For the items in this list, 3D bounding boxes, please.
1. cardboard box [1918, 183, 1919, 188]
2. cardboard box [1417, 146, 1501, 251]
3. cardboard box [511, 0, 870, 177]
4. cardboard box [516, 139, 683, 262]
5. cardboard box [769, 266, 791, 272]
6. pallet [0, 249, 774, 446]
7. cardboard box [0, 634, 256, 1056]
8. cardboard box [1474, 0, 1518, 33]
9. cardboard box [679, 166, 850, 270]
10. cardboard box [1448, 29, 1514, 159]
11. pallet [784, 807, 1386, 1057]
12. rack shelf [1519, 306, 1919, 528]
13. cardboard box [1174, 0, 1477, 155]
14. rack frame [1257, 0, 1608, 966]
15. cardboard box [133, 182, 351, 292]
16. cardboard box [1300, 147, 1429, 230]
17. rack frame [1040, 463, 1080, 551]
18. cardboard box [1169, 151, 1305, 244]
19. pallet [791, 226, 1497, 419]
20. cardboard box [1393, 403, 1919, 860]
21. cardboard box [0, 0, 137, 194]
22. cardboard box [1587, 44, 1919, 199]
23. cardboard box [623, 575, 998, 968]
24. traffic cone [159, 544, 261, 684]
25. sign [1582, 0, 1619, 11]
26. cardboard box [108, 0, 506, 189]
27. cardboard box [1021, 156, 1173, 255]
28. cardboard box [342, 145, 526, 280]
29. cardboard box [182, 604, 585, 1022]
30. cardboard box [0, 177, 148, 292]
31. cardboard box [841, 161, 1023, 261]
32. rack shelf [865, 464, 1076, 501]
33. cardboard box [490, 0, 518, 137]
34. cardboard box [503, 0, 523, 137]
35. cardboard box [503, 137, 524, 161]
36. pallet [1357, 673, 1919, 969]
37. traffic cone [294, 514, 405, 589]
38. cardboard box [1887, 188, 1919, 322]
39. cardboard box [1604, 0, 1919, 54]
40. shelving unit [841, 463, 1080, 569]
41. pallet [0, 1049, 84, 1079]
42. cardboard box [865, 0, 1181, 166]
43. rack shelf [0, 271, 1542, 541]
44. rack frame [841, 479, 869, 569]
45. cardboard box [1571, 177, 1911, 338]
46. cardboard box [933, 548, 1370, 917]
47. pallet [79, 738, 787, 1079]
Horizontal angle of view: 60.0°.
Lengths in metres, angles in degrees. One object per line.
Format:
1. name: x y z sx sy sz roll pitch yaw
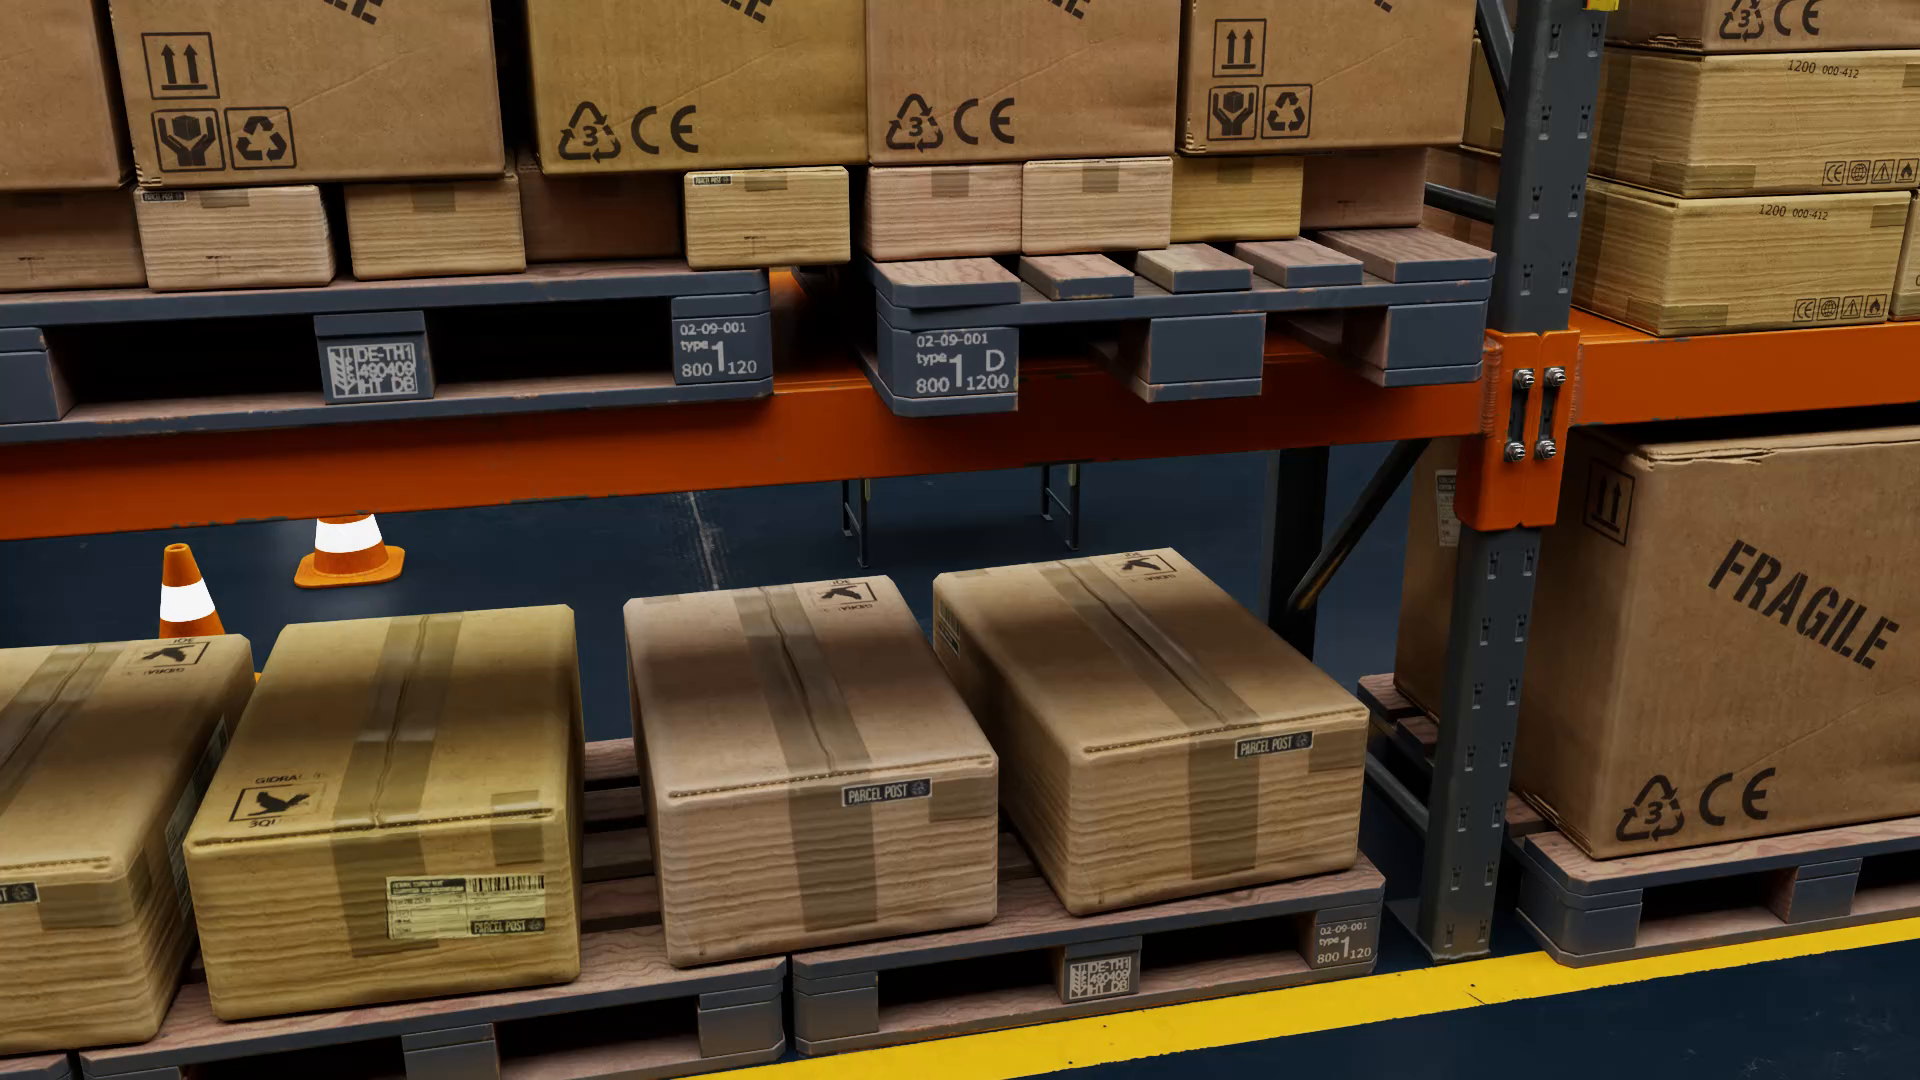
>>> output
1. cardboard box: 1.976 -0.867 3.311 0.500 0.250 0.500 -4 21 -11
2. cardboard box: 1.355 -0.761 3.749 0.500 0.250 0.500 -5 21 -14
3. cardboard box: -0.447 -0.874 2.652 0.500 0.500 0.500 -6 21 -16
4. cardboard box: -0.606 -0.577 2.784 0.250 0.149 0.380 -4 21 -12
5. cardboard box: -0.928 -1.476 8.144 0.750 0.750 1.050 -5 21 -13
6. pallet: -0.994 -0.444 2.945 1.213 0.211 1.003 -5 21 -12
7. cardboard box: -1.761 0.548 3.166 0.625 0.372 0.950 -3 20 -9
8. cardboard box: 1.366 -1.349 3.538 0.500 0.500 0.500 -5 21 -14
9. cardboard box: -0.333 -0.555 2.723 0.250 0.149 0.380 -4 21 -12
10. cardboard box: 1.336 -0.992 3.654 0.500 0.250 0.500 -5 21 -13
11. pallet: 0.162 0.666 3.689 1.213 0.211 1.003 -5 21 -12
12. rack shelf: 2.869 -0.525 3.933 4.000 0.370 1.077 -5 21 -12
13. cardboard box: 0.544 -0.959 2.884 0.500 0.500 0.500 -5 21 -14
14. rack frame: 0.923 -0.705 3.377 0.127 3.000 1.000 -5 21 -12
15. cardboard box: -1.085 -0.499 2.570 0.250 0.149 0.380 -4 20 -10
16. cardboard box: 0.658 -0.679 3.062 0.250 0.149 0.380 -4 20 -10
17. rack frame: 0.350 -0.733 5.634 0.023 1.500 0.400 -5 21 -12
18. cardboard box: 0.414 -0.634 2.938 0.250 0.149 0.380 -4 21 -12
19. pallet: 0.254 -0.522 3.159 1.003 0.211 1.213 -5 21 -12
20. cardboard box: 1.614 0.069 3.743 0.875 0.875 0.875 -5 21 -13
21. cardboard box: -1.476 -0.787 2.414 0.500 0.500 0.500 -5 21 -13
22. cardboard box: 1.473 -0.826 3.200 0.500 0.250 0.500 -5 21 -13
23. cardboard box: -0.346 0.435 3.477 0.625 0.372 0.950 -5 21 -14
24. traffic cone: -2.085 0.237 4.496 0.334 0.463 0.336 -5 21 -12
25. sign: 1.057 -1.030 2.698 0.005 0.325 0.100 -5 21 -12
26. cardboard box: -0.979 -0.831 2.535 0.500 0.500 0.500 -6 21 -15
27. cardboard box: 0.179 -0.599 2.843 0.250 0.149 0.380 -5 21 -13
28. cardboard box: -0.832 -0.530 2.655 0.250 0.149 0.380 -5 21 -14
29. cardboard box: -1.085 0.493 3.318 0.625 0.372 0.950 -4 20 -11
30. cardboard box: -1.355 -0.495 2.560 0.250 0.149 0.380 -4 21 -12
31. cardboard box: -0.068 -0.581 2.795 0.250 0.149 0.380 -6 21 -15
32. rack shelf: -0.006 -0.398 5.667 0.720 0.370 0.431 -5 21 -12
33. cardboard box: -1.078 -1.005 3.010 0.500 0.500 0.500 -5 21 -15
34. cardboard box: -0.589 -1.042 3.111 0.500 0.500 0.500 -4 21 -12
35. cardboard box: -0.751 -0.707 3.139 0.250 0.149 0.380 -4 20 -10
36. pallet: 1.707 0.568 3.958 1.213 0.211 1.003 -5 21 -12
37. traffic cone: -2.033 -0.121 5.473 0.334 0.463 0.336 -5 21 -12
38. cardboard box: 1.953 -0.635 3.406 0.500 0.250 0.500 -5 21 -14
39. cardboard box: 1.459 -1.178 3.071 0.500 0.500 0.500 -5 21 -14
40. shelving unit: -0.006 -0.704 5.555 0.755 1.500 0.431 -5 21 -12
41. pallet: -2.213 0.859 3.162 1.213 0.211 1.003 -5 21 -12
42. cardboard box: 0.044 -0.915 2.762 0.500 0.500 0.500 -5 21 -13
43. rack shelf: -1.024 -0.208 3.068 4.000 0.370 1.077 -5 21 -12
44. rack frame: -0.363 -0.675 5.476 0.023 1.500 0.400 -5 21 -12
45. cardboard box: 1.457 -0.589 3.279 0.500 0.250 0.500 -5 21 -13
46. cardboard box: 0.371 0.374 3.644 0.625 0.372 0.950 -6 21 -16
47. pallet: -1.023 0.762 3.429 1.213 0.211 1.003 -5 21 -12
